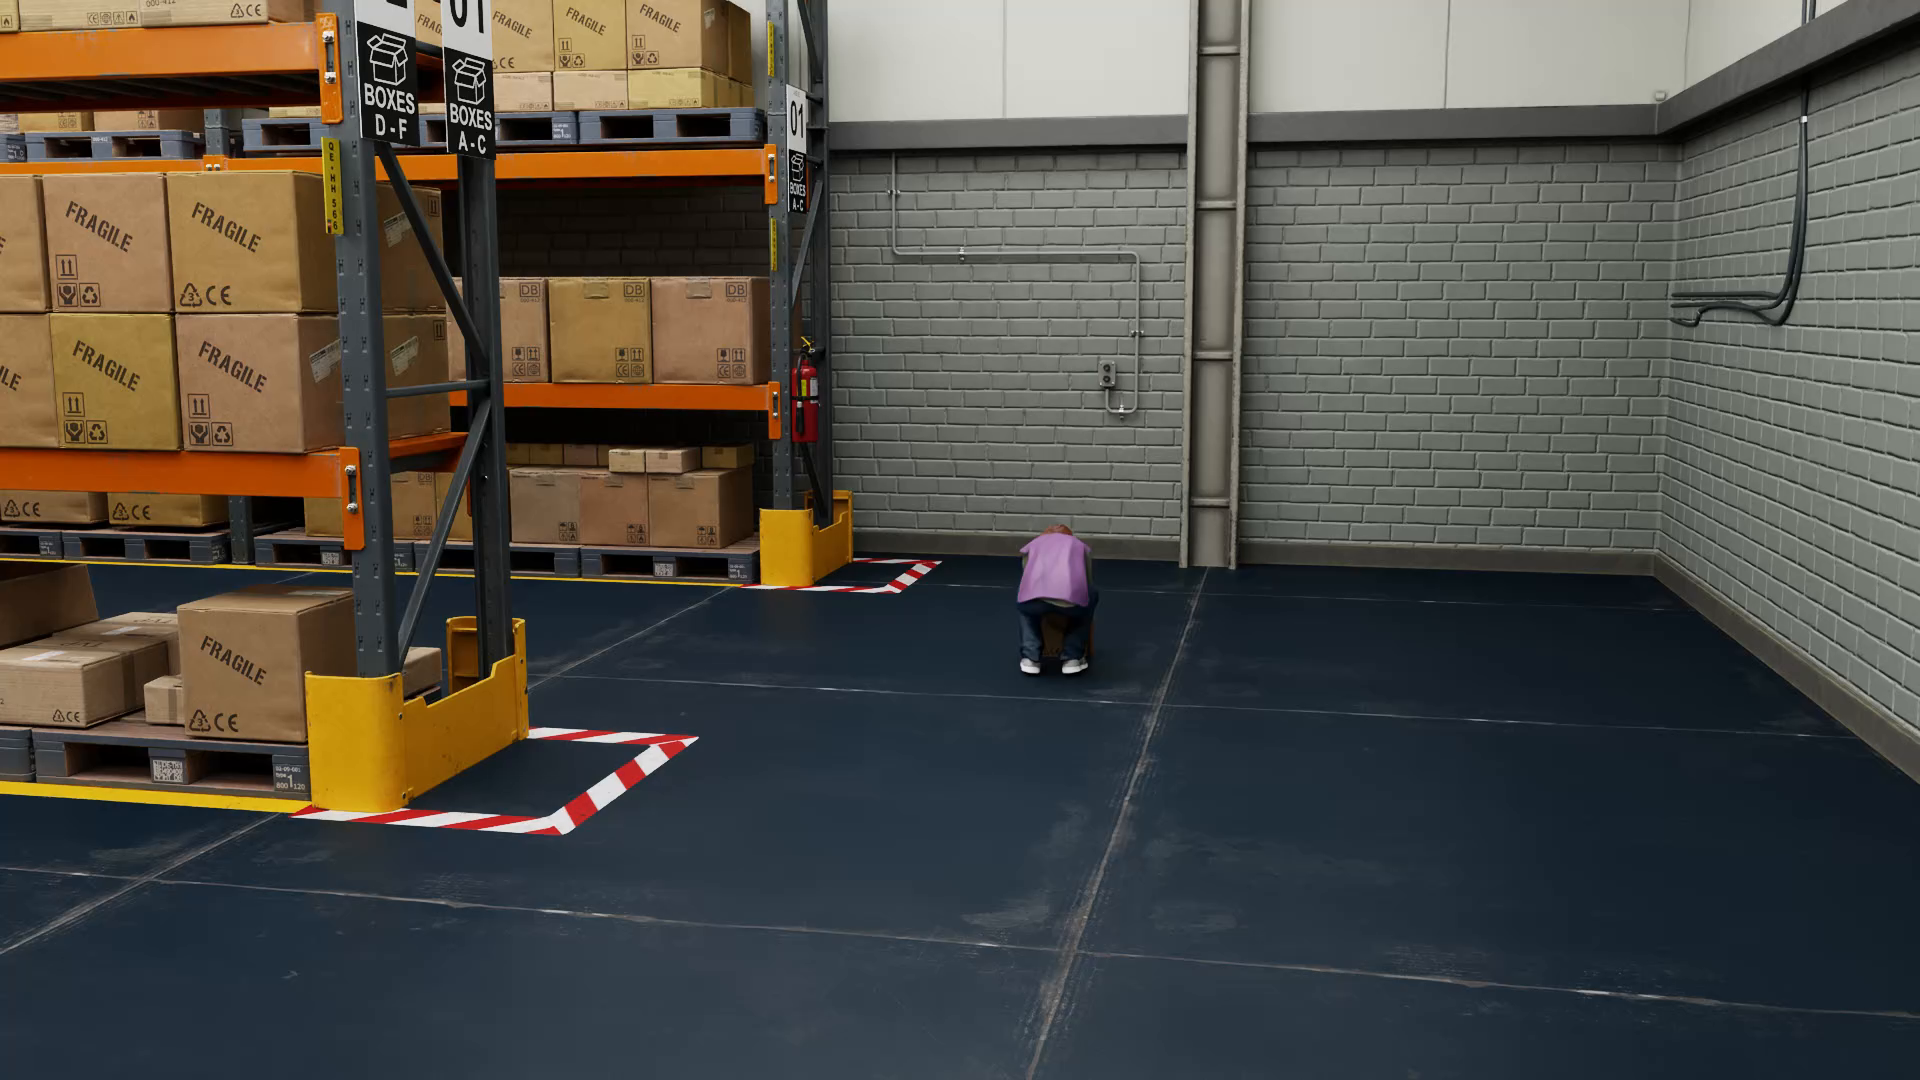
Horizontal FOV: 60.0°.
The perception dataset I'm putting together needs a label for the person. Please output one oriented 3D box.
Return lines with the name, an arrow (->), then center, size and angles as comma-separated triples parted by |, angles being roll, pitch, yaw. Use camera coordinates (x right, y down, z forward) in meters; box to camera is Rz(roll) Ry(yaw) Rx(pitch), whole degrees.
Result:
person -> 0.476, -0.129, 8.288 | 0.404, 1.587, 0.498 | 2, 8, 12
